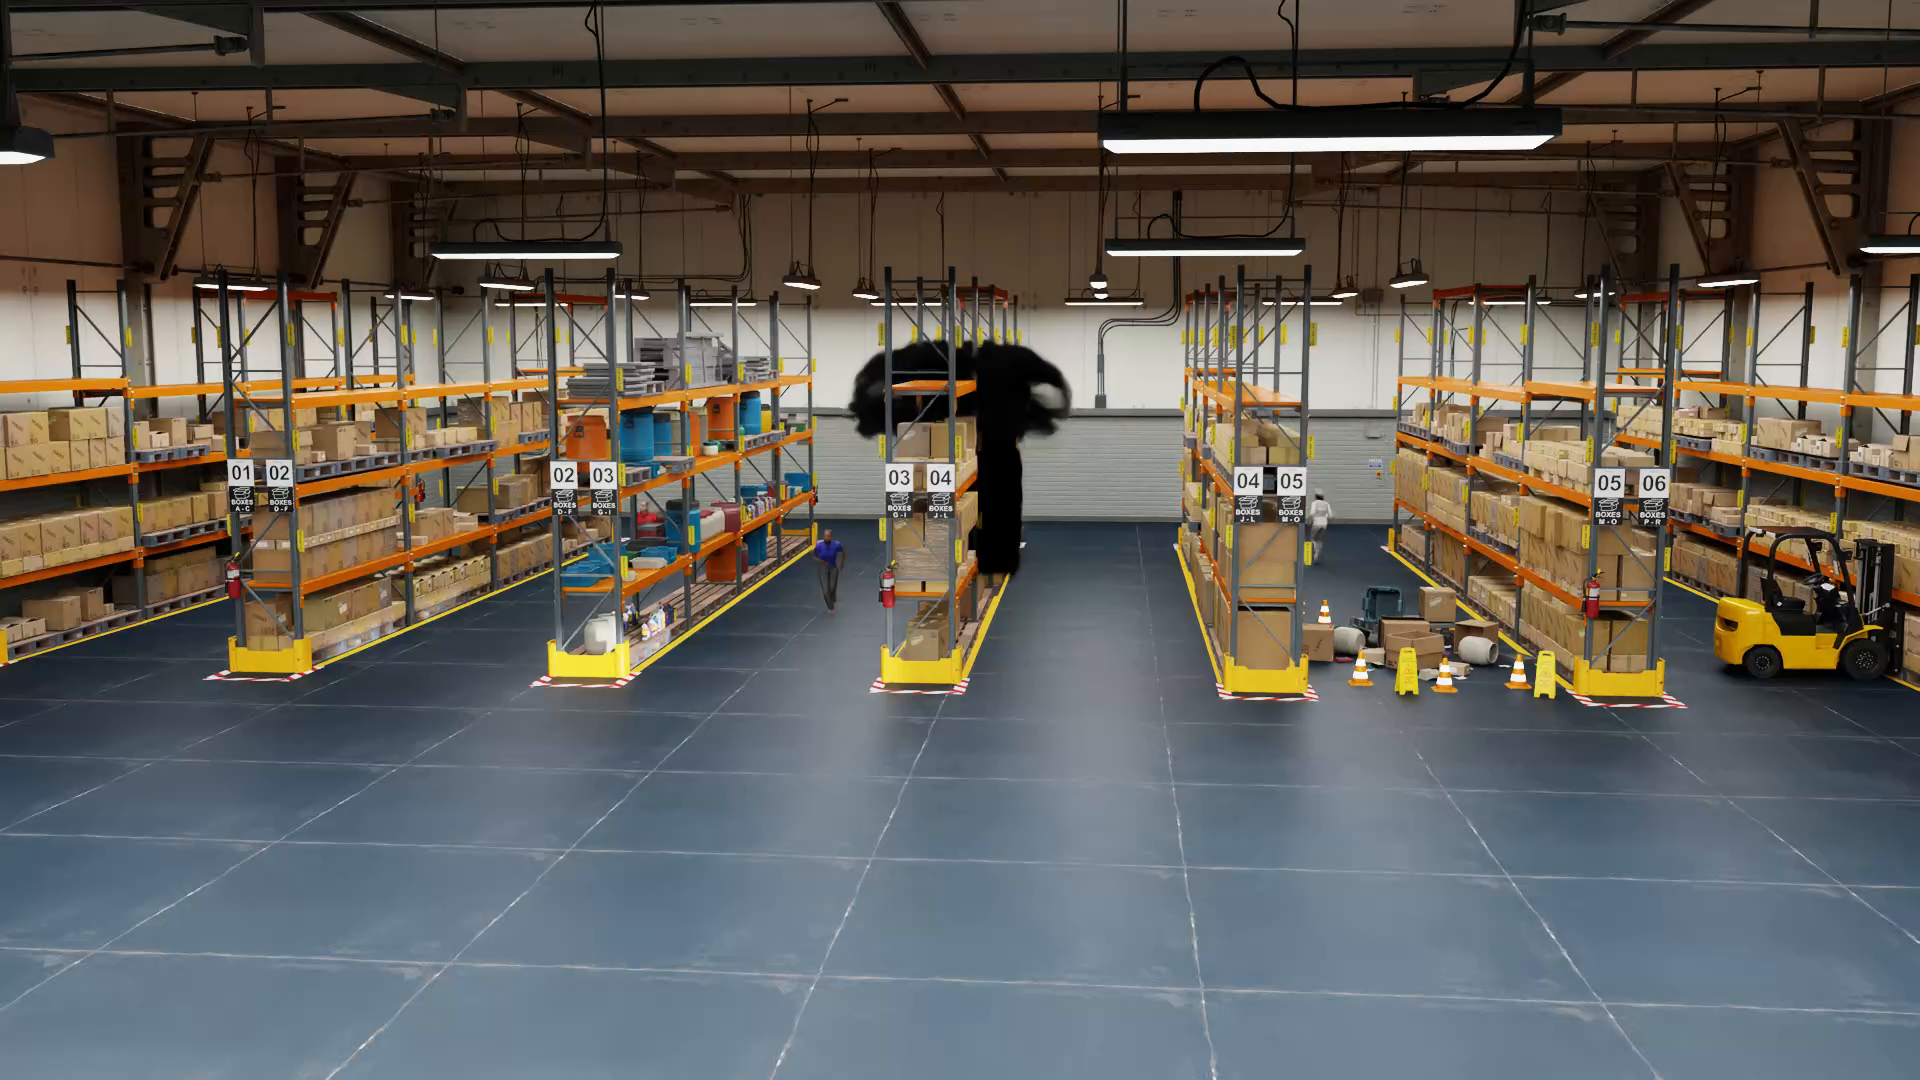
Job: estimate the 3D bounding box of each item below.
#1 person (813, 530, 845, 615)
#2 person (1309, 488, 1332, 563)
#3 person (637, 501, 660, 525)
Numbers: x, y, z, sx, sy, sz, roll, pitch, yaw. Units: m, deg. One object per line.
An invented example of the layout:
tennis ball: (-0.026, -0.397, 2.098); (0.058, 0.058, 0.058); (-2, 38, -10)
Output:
person: (-2.363, 0.588, 30.063); (0.562, 1.581, 0.676); (0, 7, 0)
person: (7.993, -0.323, 37.128); (0.601, 1.667, 0.546); (-2, 7, -15)
person: (-6.418, 0.049, 33.956); (0.649, 1.697, 0.629); (2, 7, 12)
